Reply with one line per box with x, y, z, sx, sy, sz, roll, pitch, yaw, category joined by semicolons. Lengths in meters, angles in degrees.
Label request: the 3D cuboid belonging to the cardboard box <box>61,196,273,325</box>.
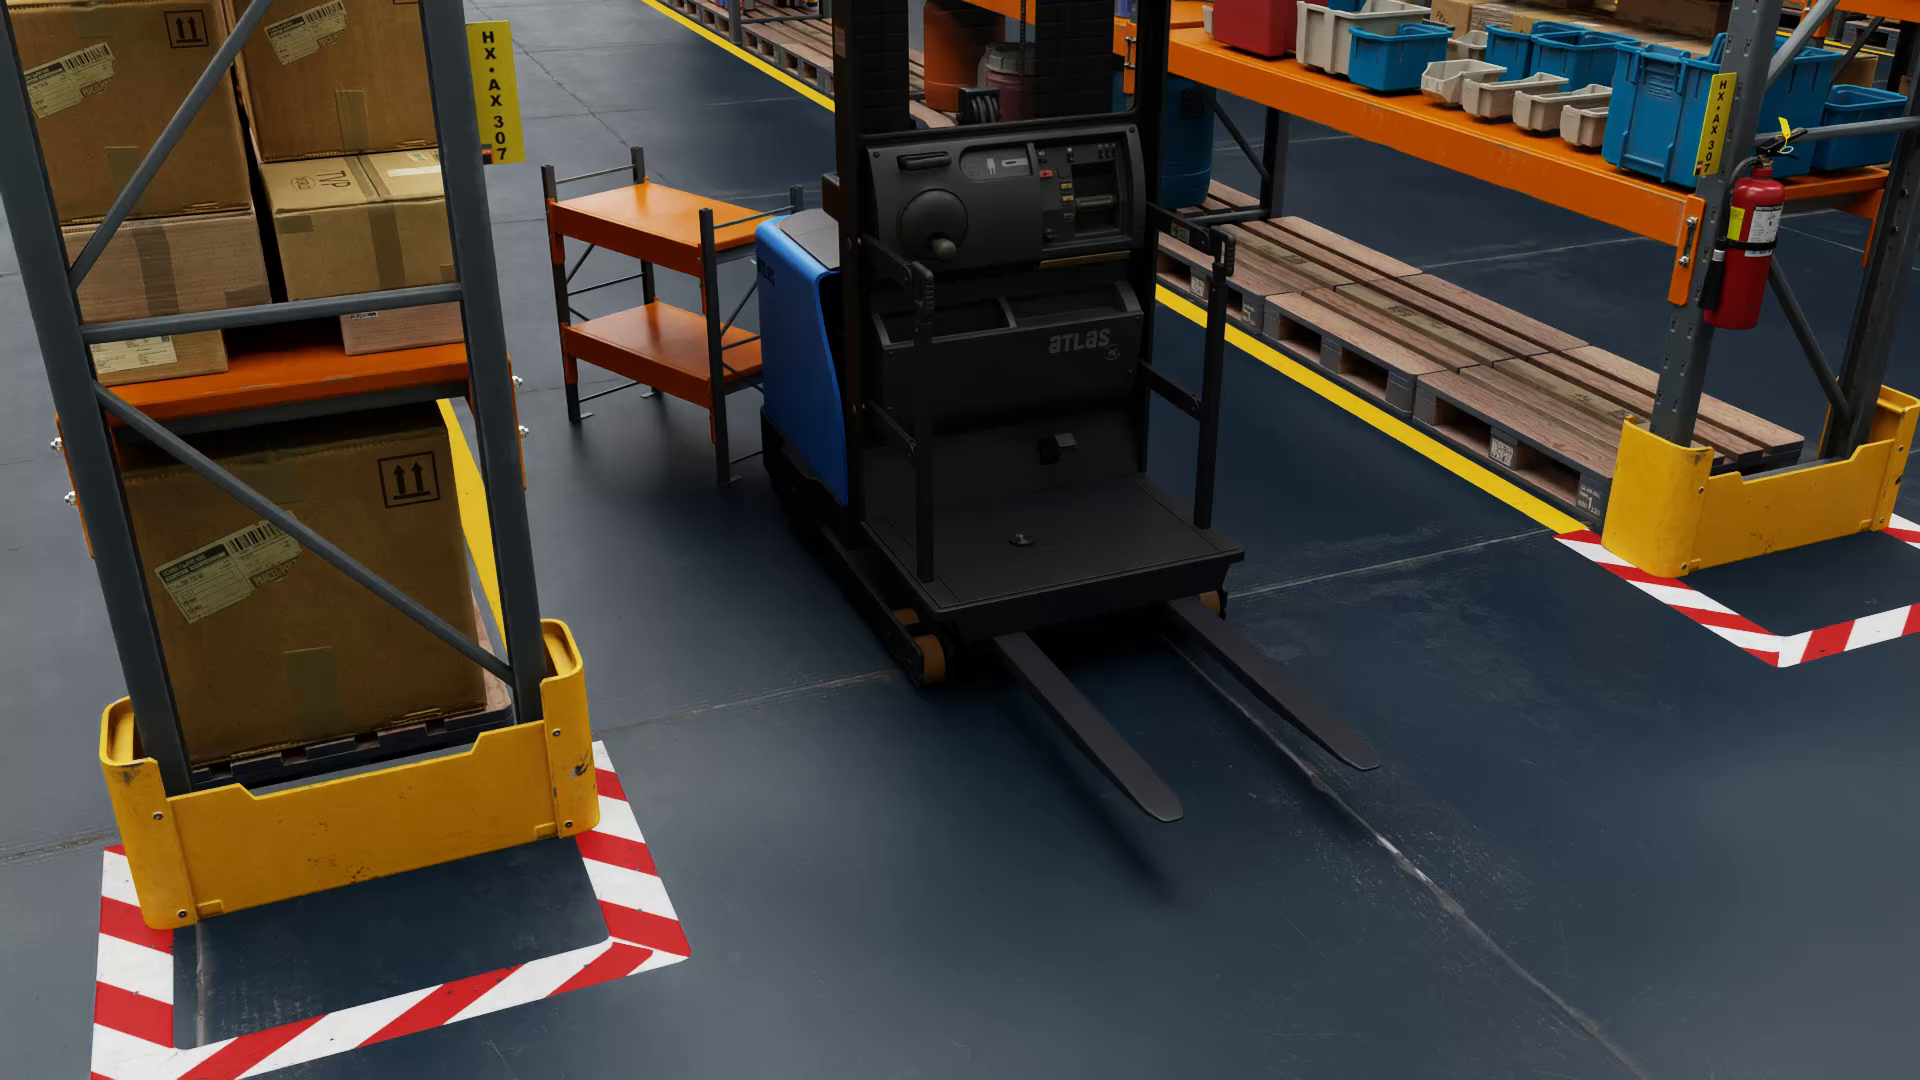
-2.034;-0.744;4.186;0.500;0.250;0.500;-11;28;-21;cardboard box

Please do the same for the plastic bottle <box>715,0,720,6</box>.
-2.437;-5.546;16.785;0.061;0.283;0.133;-9;27;-17;plastic bottle

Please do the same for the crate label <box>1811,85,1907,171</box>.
3.164;-1.486;5.998;0.416;0.233;0.303;-11;28;-21;crate label

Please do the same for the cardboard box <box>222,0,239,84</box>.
-3.117;-2.416;7.665;0.500;0.500;0.500;-10;28;-20;cardboard box

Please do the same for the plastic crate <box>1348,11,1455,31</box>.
2.076;-2.491;8.178;0.437;0.125;0.590;-11;28;-21;plastic crate

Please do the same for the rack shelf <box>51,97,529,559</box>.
-2.383;-1.011;5.723;1.077;0.370;4.000;-11;28;-21;rack shelf

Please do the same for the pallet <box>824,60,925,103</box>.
-0.443;-3.674;13.535;1.003;0.211;1.213;-11;28;-21;pallet

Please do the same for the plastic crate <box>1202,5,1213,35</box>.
1.442;-2.689;8.571;0.396;0.136;0.243;-11;28;-21;plastic crate

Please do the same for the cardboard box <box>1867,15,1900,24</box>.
9.107;-5.213;15.480;0.750;0.750;0.750;-11;28;-21;cardboard box

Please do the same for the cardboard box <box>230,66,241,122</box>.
-2.825;-1.564;5.866;0.500;0.250;0.500;-10;28;-19;cardboard box

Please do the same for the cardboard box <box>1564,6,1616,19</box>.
5.168;-3.986;13.342;0.500;0.500;0.500;-12;28;-22;cardboard box

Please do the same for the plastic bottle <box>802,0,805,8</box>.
-1.543;-5.449;16.679;0.097;0.201;0.097;0;26;0;plastic bottle

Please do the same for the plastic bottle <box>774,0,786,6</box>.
-1.809;-5.602;16.823;0.144;0.351;0.185;-11;28;-21;plastic bottle

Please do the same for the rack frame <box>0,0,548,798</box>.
-1.600;-0.527;3.911;1.000;3.000;0.127;-11;28;-21;rack frame

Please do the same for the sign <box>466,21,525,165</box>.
-1.087;-1.045;3.894;0.100;0.325;0.005;-11;28;-21;sign

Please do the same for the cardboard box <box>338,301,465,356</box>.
-1.435;-0.614;4.376;0.380;0.149;0.250;-10;28;-20;cardboard box

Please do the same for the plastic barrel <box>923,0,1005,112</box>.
0.032;-3.627;12.254;0.600;0.830;0.708;-11;28;-21;plastic barrel

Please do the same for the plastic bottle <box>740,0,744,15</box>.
-2.171;-5.256;16.284;0.097;0.201;0.097;0;26;0;plastic bottle

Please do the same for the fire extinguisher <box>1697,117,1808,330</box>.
2.598;-1.037;5.468;0.296;0.674;0.183;-11;28;-21;fire extinguisher

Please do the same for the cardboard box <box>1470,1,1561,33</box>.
4.509;-4.089;13.553;0.500;0.500;0.500;-12;28;-22;cardboard box

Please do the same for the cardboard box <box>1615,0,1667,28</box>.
5.396;-4.097;12.716;0.500;0.250;0.500;-11;28;-22;cardboard box

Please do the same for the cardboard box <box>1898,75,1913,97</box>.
6.434;-2.736;10.782;0.500;0.500;0.500;-11;28;-21;cardboard box

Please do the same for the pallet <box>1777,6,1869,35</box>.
8.635;-5.373;17.014;1.003;0.211;1.213;-11;28;-21;pallet

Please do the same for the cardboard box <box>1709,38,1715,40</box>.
5.766;-3.368;12.076;0.500;0.500;0.500;-10;28;-20;cardboard box

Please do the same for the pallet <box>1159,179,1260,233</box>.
1.127;-2.059;10.226;1.003;0.211;1.213;-11;28;-21;pallet

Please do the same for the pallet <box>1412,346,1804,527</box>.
2.670;-0.465;6.961;1.003;0.211;1.213;-11;28;-21;pallet

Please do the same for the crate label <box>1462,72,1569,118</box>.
2.240;-1.813;6.776;0.396;0.136;0.243;-11;28;-21;crate label

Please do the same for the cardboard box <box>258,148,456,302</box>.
-1.540;-0.834;4.371;0.500;0.250;0.500;-11;28;-22;cardboard box

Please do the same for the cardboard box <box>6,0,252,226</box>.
-2.033;-1.082;4.024;0.500;0.500;0.500;-10;28;-20;cardboard box

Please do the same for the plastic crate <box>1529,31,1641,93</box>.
2.648;-2.018;7.086;0.416;0.233;0.300;-11;28;-21;plastic crate

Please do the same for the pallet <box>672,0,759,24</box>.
-2.448;-5.741;17.768;1.003;0.211;1.213;-11;28;-21;pallet

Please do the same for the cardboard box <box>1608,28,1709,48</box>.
5.111;-3.471;12.287;0.500;0.500;0.500;-10;28;-20;cardboard box

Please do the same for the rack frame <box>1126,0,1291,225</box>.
1.391;-2.993;8.961;1.000;3.000;0.127;-11;28;-21;rack frame

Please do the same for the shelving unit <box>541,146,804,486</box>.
-1.171;-0.958;6.931;1.048;1.125;0.538;22;34;38;shelving unit

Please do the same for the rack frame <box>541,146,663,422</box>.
-1.544;-1.110;7.241;0.032;1.125;0.500;22;34;38;rack frame

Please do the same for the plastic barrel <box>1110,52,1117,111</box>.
0.916;-2.747;10.371;0.600;0.901;0.708;-11;28;-21;plastic barrel

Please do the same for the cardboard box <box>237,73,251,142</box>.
-2.152;-1.456;5.644;0.500;0.250;0.500;-11;28;-22;cardboard box

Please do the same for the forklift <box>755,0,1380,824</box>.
0.244;-1.062;5.085;1.130;2.935;3.031;-10;28;-20;forklift

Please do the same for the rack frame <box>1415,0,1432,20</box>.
4.384;-5.457;14.009;1.000;3.000;0.127;-11;28;-21;rack frame

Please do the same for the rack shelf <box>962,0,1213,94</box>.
0.608;-3.477;10.773;1.077;0.370;4.000;-11;28;-21;rack shelf
